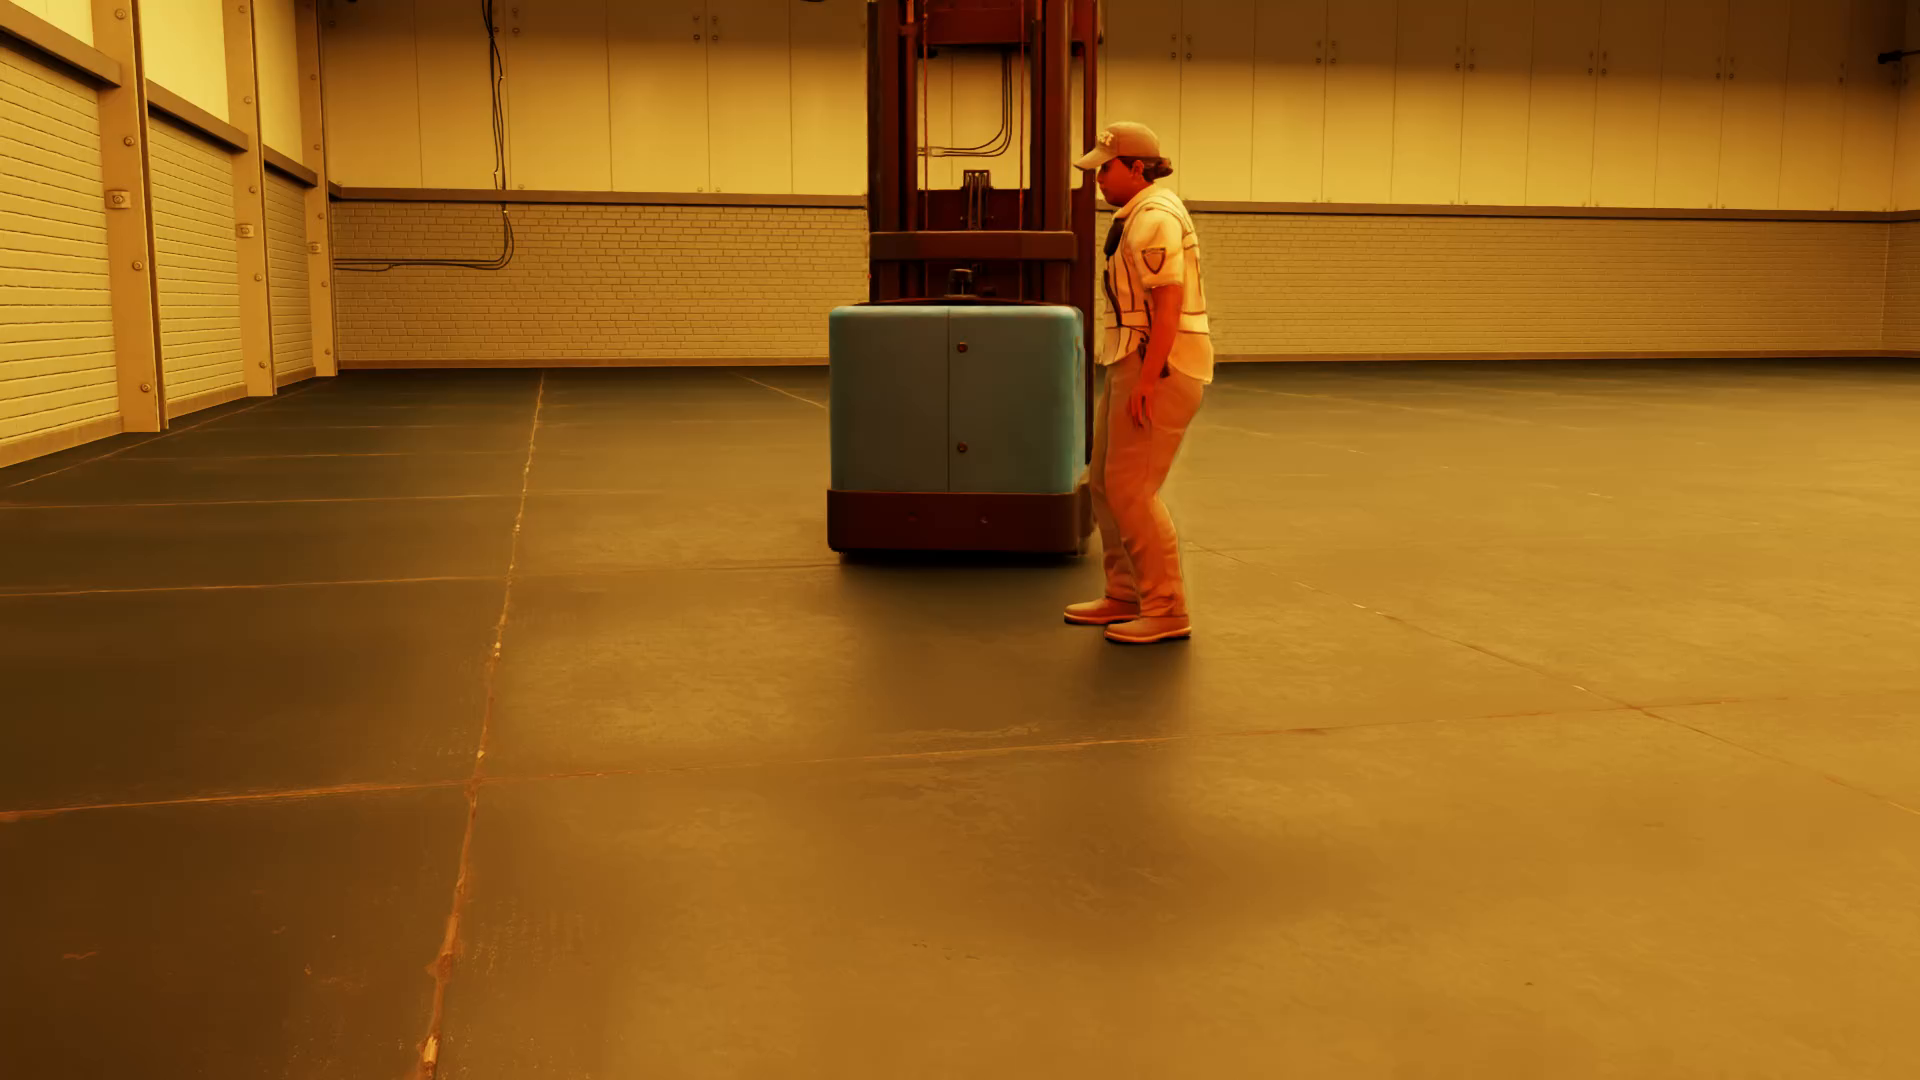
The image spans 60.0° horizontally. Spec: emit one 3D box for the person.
[{"bbox_3d":[0.584,-0.514,5.417,0.454,1.660,0.539,0,8,0],"label":"person"}]

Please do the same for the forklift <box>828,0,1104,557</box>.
[{"bbox_3d":[0.137,-1.546,8.176,1.130,2.935,3.031,1,8,7],"label":"forklift"}]
